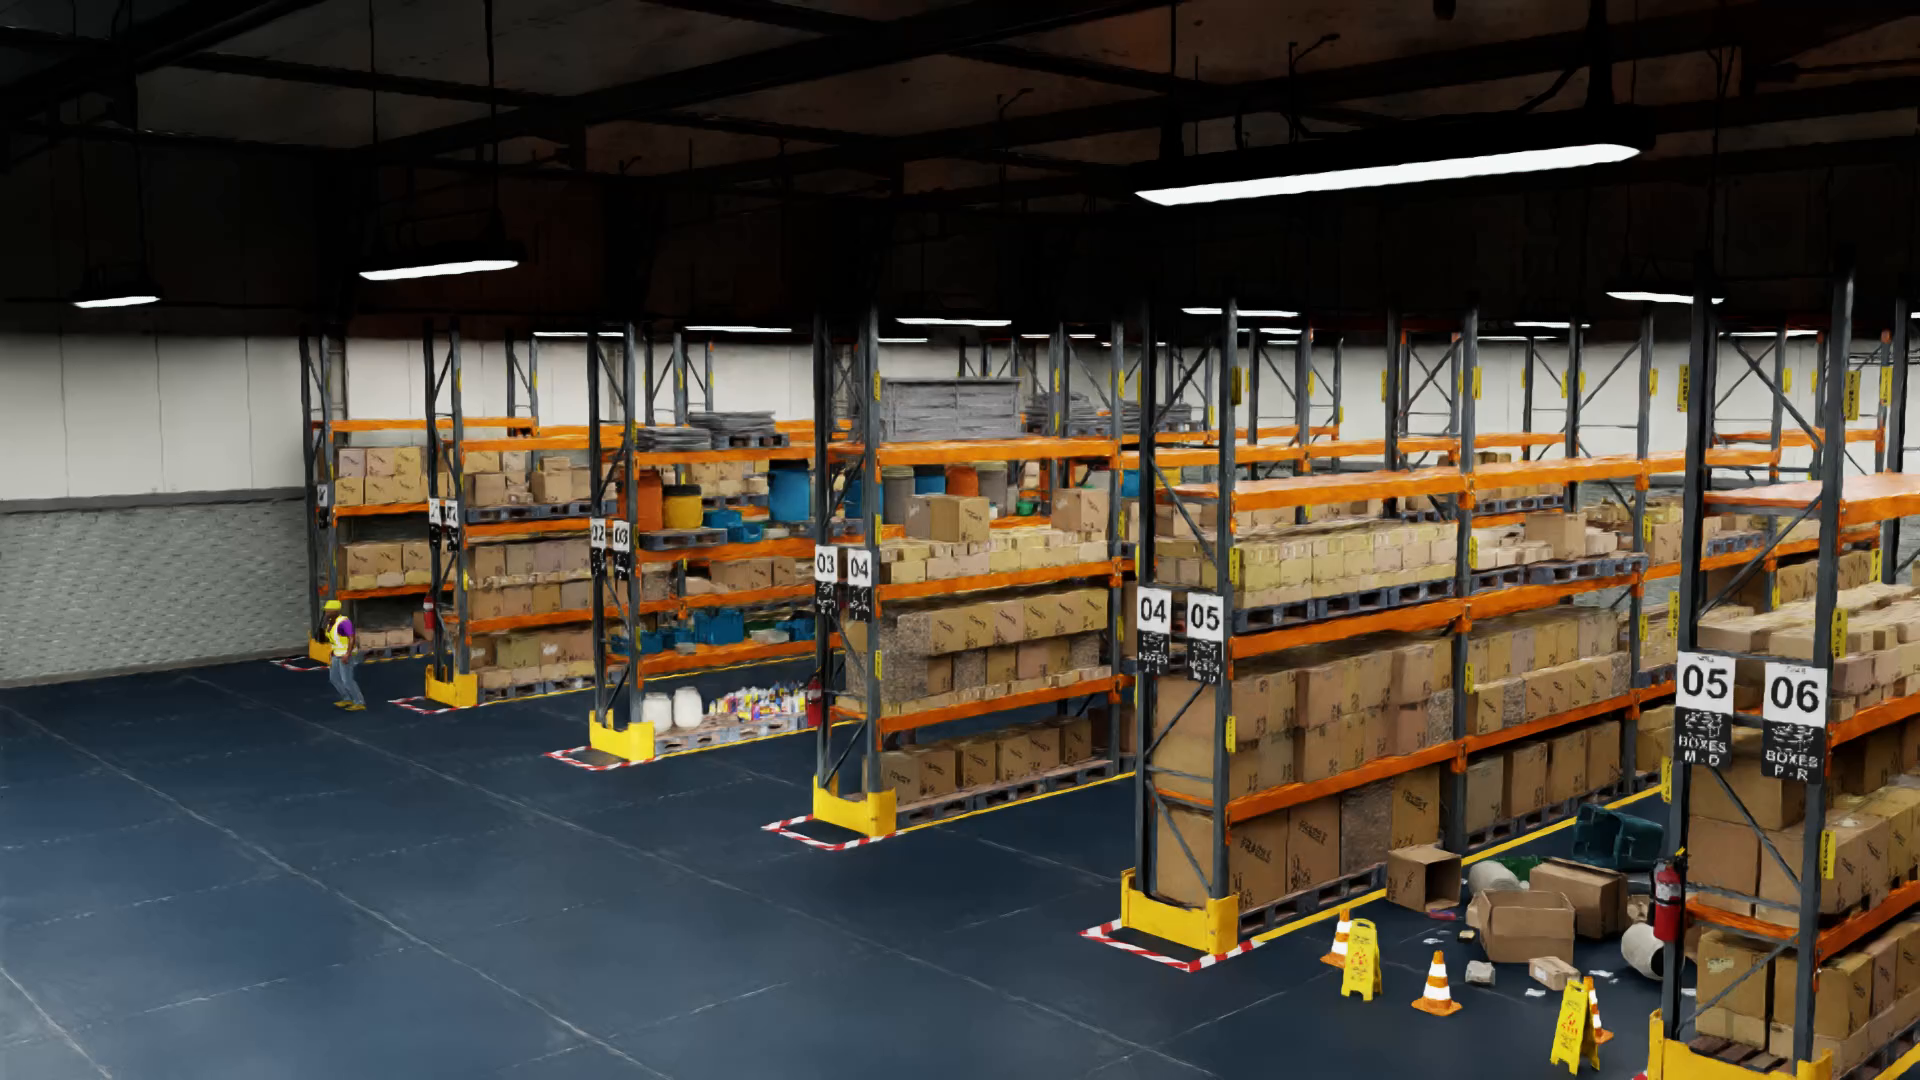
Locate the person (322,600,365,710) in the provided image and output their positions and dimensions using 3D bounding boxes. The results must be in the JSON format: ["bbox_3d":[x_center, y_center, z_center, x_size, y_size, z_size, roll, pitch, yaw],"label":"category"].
[{"bbox_3d":[-9.458,1.752,25.452,0.578,1.714,0.719,-6,8,-44],"label":"person"}]
